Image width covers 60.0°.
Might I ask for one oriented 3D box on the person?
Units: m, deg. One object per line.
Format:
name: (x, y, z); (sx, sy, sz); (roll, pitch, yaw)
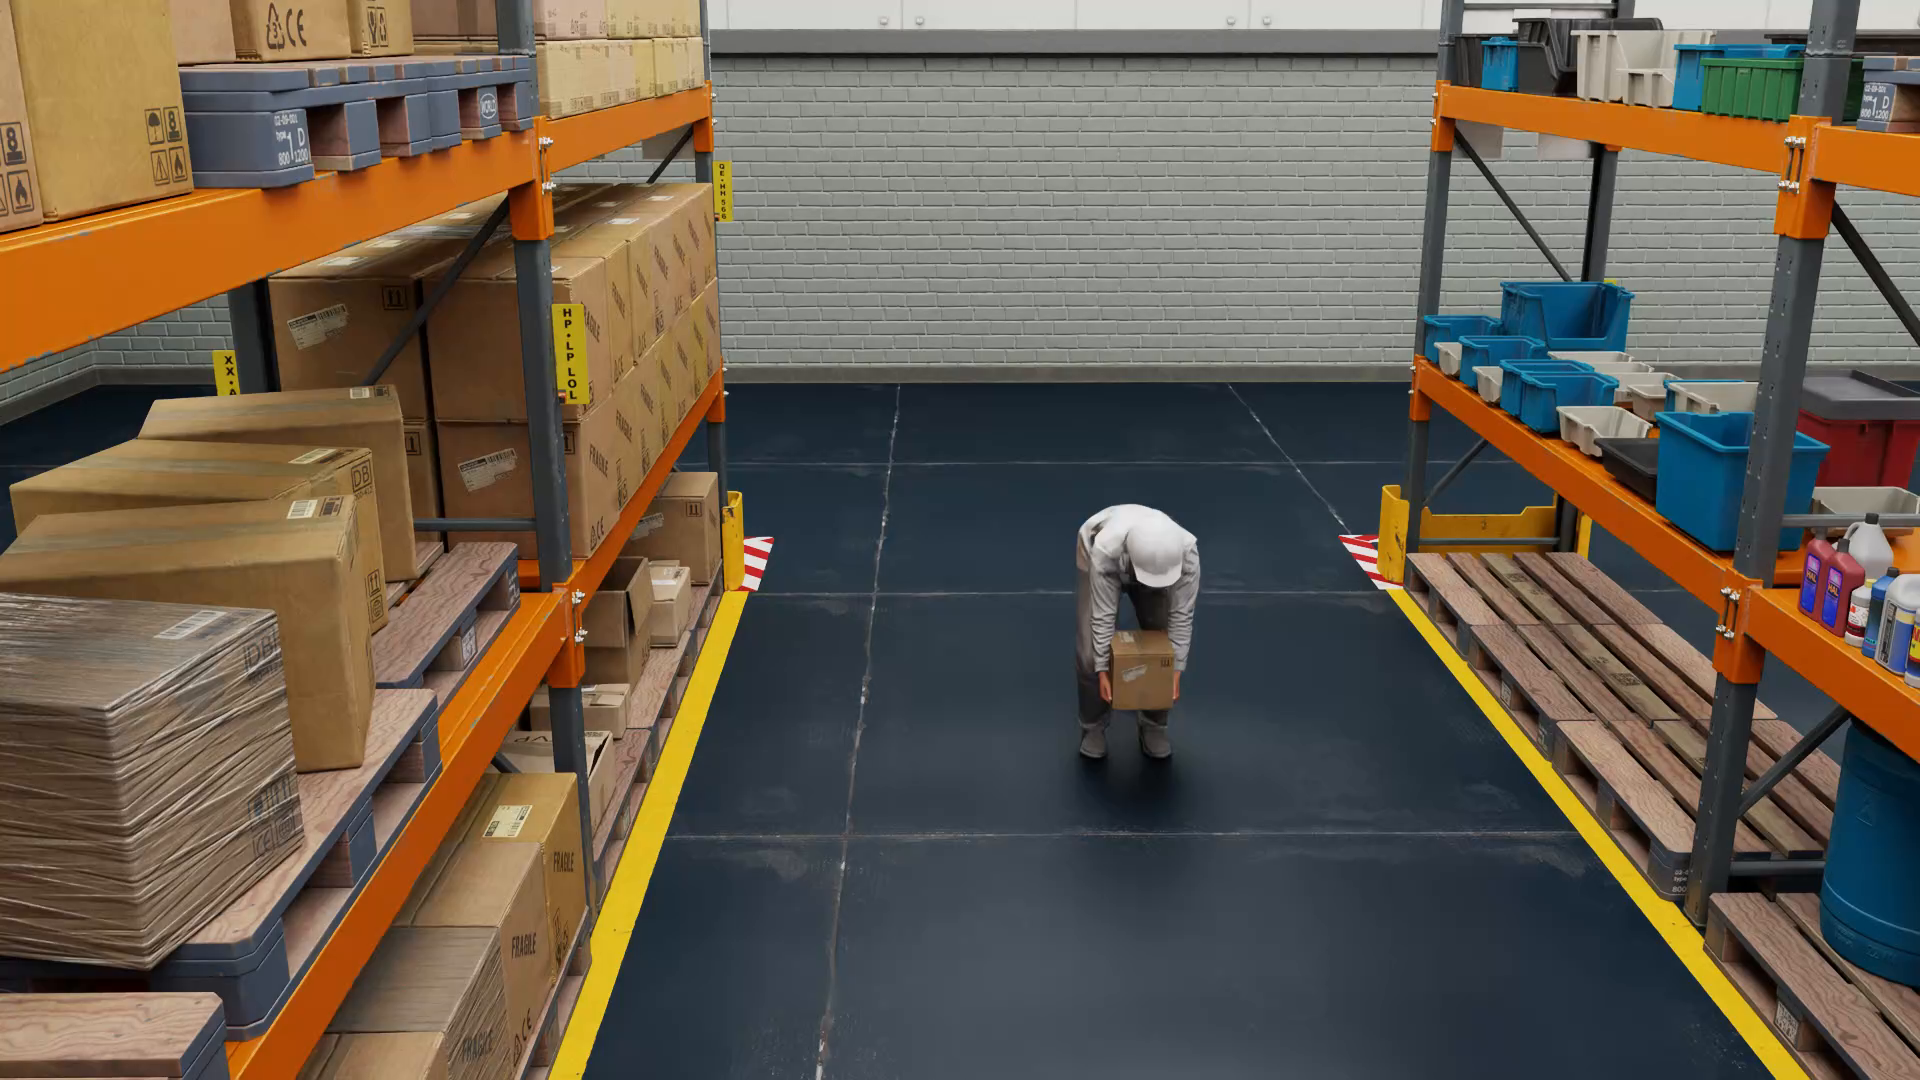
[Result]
person: (0.751, 0.399, 7.084); (0.479, 1.255, 0.958); (-1, 17, -3)
